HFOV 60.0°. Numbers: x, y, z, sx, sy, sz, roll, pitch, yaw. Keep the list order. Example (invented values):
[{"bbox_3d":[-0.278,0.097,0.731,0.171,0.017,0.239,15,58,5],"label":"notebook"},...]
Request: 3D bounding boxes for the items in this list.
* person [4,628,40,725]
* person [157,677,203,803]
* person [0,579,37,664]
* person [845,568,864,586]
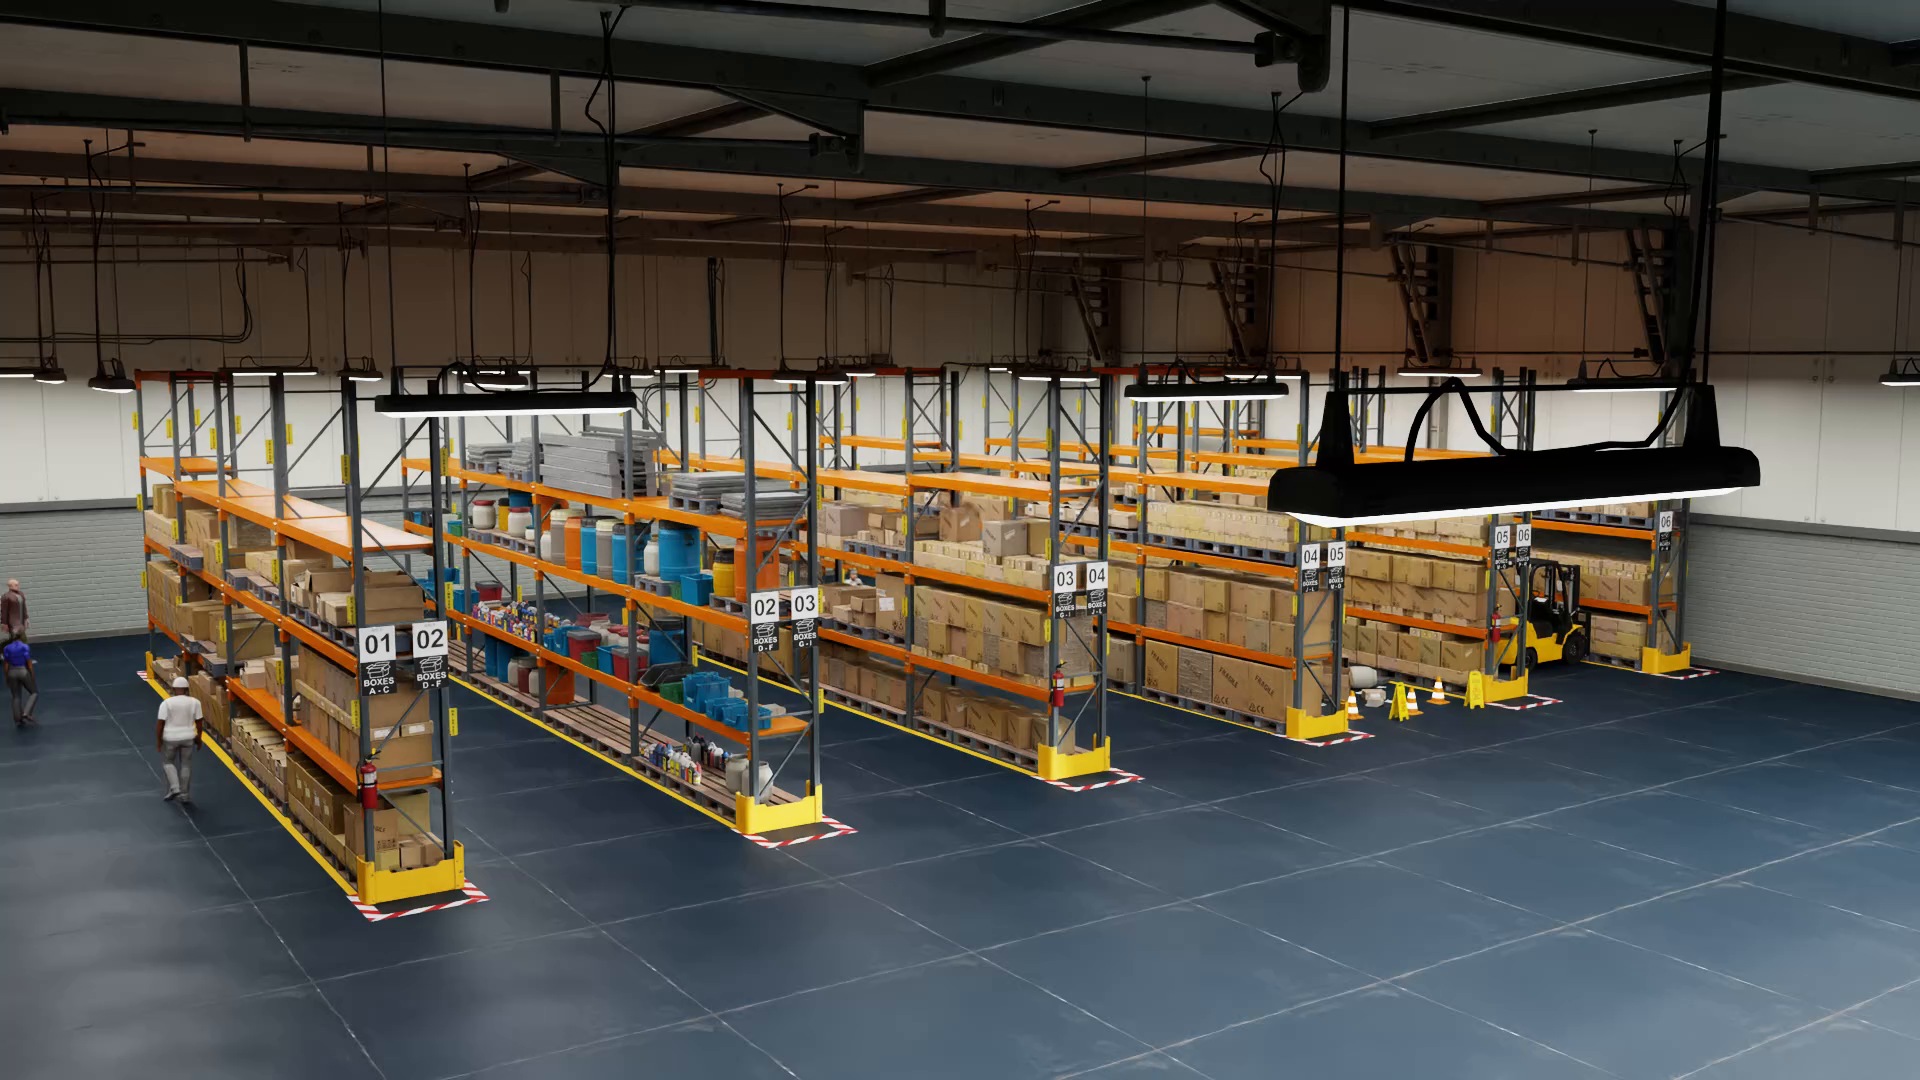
[{"bbox_3d":[-15.971,2.327,28.231,0.489,1.658,0.459,-1,6,-5],"label":"person"},{"bbox_3d":[-10.964,2.810,23.385,0.611,1.761,0.478,-4,7,-30],"label":"person"},{"bbox_3d":[-19.173,1.656,33.660,1.003,1.745,0.584,0,6,1],"label":"person"},{"bbox_3d":[-2.399,1.381,36.879,0.648,1.603,0.696,-3,7,-24],"label":"person"}]
